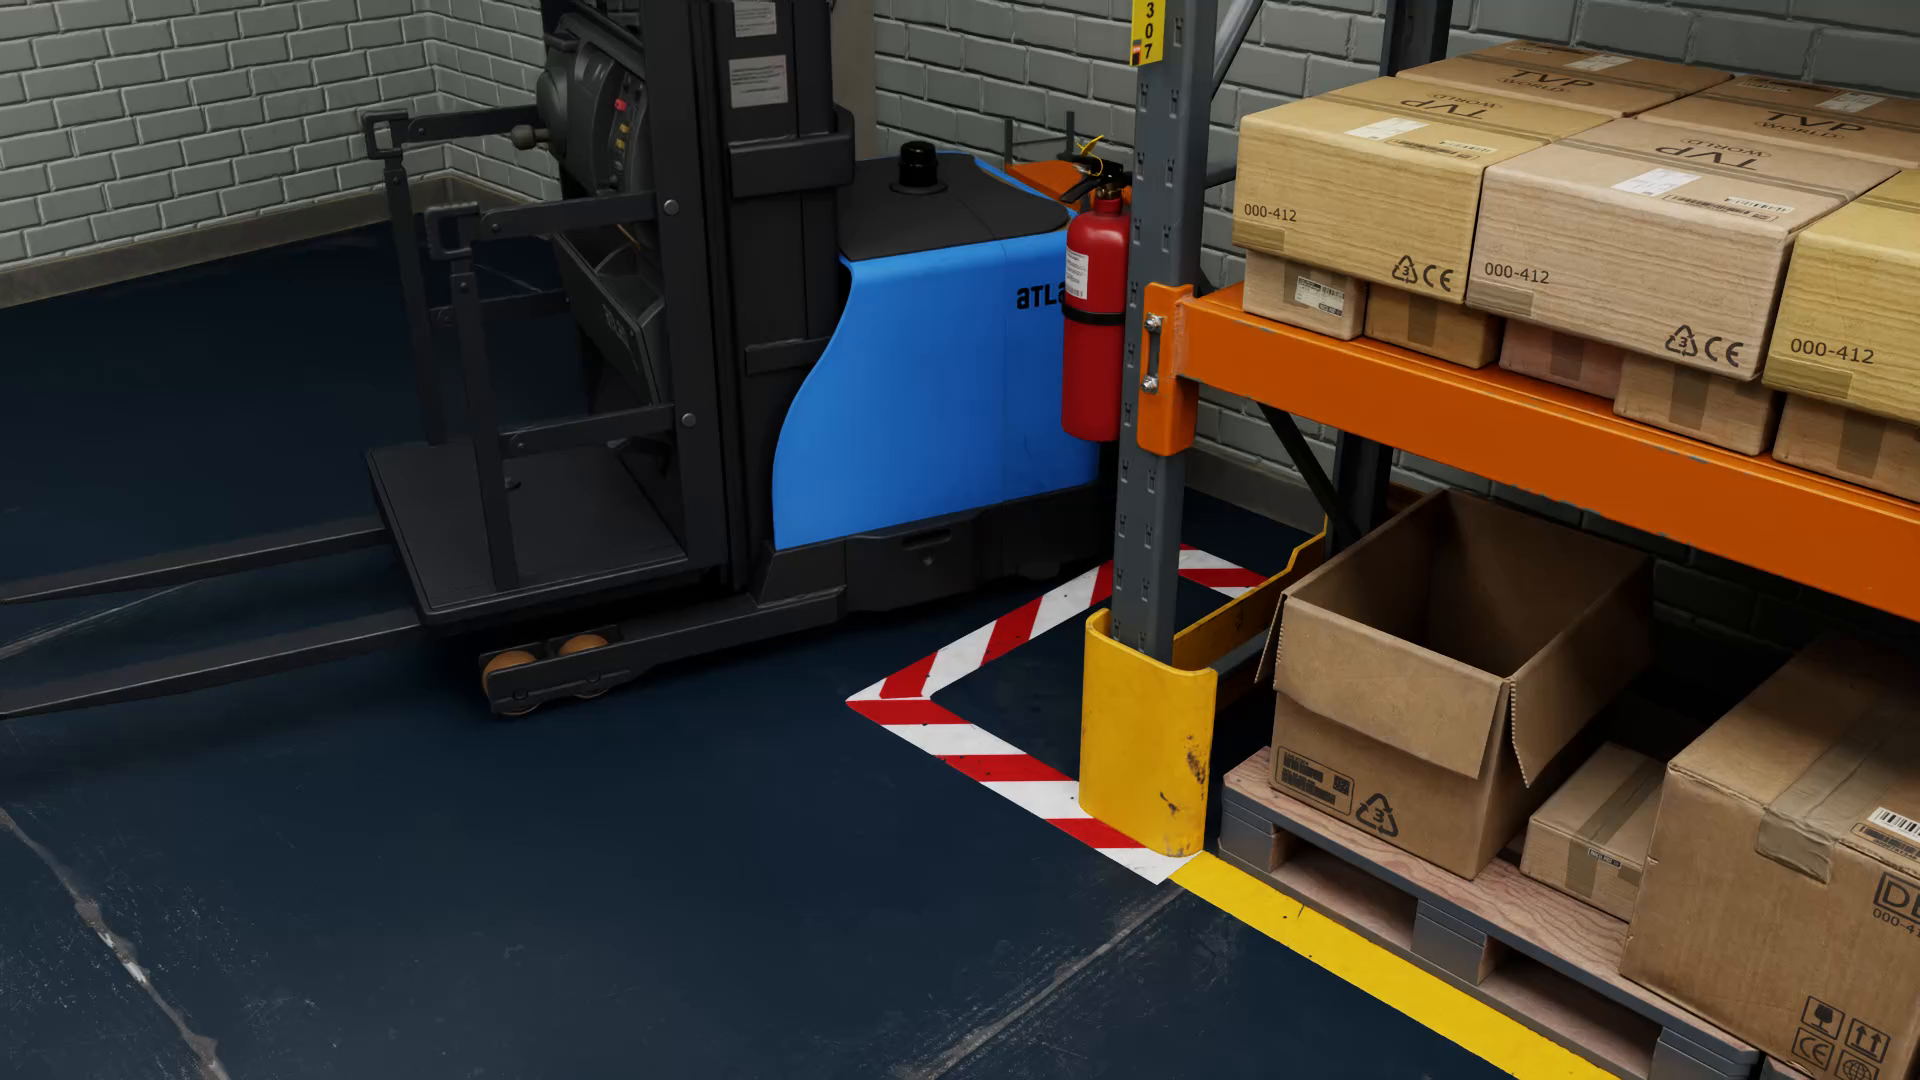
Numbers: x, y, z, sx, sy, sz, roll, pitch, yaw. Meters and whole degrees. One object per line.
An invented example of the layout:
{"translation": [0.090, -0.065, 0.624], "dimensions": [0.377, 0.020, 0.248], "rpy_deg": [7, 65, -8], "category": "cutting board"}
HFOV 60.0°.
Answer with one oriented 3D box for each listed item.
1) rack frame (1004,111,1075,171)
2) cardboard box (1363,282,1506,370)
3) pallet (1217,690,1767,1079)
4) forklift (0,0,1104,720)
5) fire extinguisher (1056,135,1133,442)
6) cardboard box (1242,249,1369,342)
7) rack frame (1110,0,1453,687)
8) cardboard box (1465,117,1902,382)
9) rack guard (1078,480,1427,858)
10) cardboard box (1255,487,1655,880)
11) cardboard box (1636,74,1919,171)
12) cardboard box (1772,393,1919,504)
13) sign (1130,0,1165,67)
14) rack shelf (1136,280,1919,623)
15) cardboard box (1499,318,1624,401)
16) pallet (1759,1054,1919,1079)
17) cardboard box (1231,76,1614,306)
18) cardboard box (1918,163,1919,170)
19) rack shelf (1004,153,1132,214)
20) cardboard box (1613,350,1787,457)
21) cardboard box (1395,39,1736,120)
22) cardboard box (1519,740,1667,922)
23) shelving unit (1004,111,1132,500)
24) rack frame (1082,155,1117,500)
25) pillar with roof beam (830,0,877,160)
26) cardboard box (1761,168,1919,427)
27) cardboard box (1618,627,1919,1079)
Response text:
{"translation": [0.250, -0.796, 5.475], "dimensions": [0.240, 1.200, 0.015], "rpy_deg": [-13, 30, -23], "category": "rack frame"}
{"translation": [0.995, -0.477, 3.203], "dimensions": [0.380, 0.149, 0.250], "rpy_deg": [-24, 36, -38], "category": "cardboard box"}
{"translation": [1.362, 0.665, 3.758], "dimensions": [1.213, 0.211, 1.003], "rpy_deg": [25, 36, 38], "category": "pallet"}
{"translation": [-1.129, -1.117, 4.224], "dimensions": [3.031, 2.935, 1.130], "rpy_deg": [-12, 30, -22], "category": "forklift"}
{"translation": [0.310, -0.549, 3.555], "dimensions": [0.183, 0.674, 0.296], "rpy_deg": [25, 36, 38], "category": "fire extinguisher"}
{"translation": [0.781, -0.544, 3.332], "dimensions": [0.250, 0.149, 0.380], "rpy_deg": [24, 36, 38], "category": "cardboard box"}
{"translation": [0.739, -0.854, 3.651], "dimensions": [0.127, 3.000, 1.000], "rpy_deg": [25, 36, 38], "category": "rack frame"}
{"translation": [1.233, -0.517, 2.852], "dimensions": [0.500, 0.250, 0.500], "rpy_deg": [-25, 37, -39], "category": "cardboard box"}
{"translation": [0.793, 0.277, 4.185], "dimensions": [0.348, 0.500, 1.175], "rpy_deg": [25, 36, 38], "category": "rack guard"}
{"translation": [1.108, 0.296, 3.695], "dimensions": [0.637, 0.503, 0.797], "rpy_deg": [23, 35, 37], "category": "cardboard box"}
{"translation": [1.620, -0.688, 3.178], "dimensions": [0.500, 0.250, 0.500], "rpy_deg": [25, 36, 39], "category": "cardboard box"}
{"translation": [1.537, -0.215, 2.706], "dimensions": [0.380, 0.149, 0.250], "rpy_deg": [-25, 36, -38], "category": "cardboard box"}
{"translation": [0.358, -1.057, 3.107], "dimensions": [0.005, 0.325, 0.100], "rpy_deg": [25, 36, 38], "category": "sign"}
{"translation": [2.165, 0.117, 2.577], "dimensions": [4.000, 0.370, 1.077], "rpy_deg": [25, 36, 38], "category": "rack shelf"}
{"translation": [1.206, -0.402, 3.062], "dimensions": [0.250, 0.149, 0.380], "rpy_deg": [24, 36, 38], "category": "cardboard box"}
{"translation": [2.228, 1.063, 3.002], "dimensions": [1.213, 0.211, 1.003], "rpy_deg": [25, 36, 38], "category": "pallet"}
{"translation": [0.873, -0.682, 3.165], "dimensions": [0.500, 0.250, 0.500], "rpy_deg": [25, 37, 39], "category": "cardboard box"}
{"translation": [1.969, -0.525, 2.867], "dimensions": [0.500, 0.250, 0.500], "rpy_deg": [-24, 36, -38], "category": "cardboard box"}
{"translation": [0.357, -1.042, 5.098], "dimensions": [0.258, 0.148, 0.480], "rpy_deg": [-13, 30, -23], "category": "rack shelf"}
{"translation": [1.344, -0.300, 2.867], "dimensions": [0.380, 0.149, 0.250], "rpy_deg": [-24, 36, -38], "category": "cardboard box"}
{"translation": [1.253, -0.857, 3.498], "dimensions": [0.500, 0.250, 0.500], "rpy_deg": [-24, 36, -38], "category": "cardboard box"}
{"translation": [1.384, 0.605, 3.489], "dimensions": [0.250, 0.149, 0.380], "rpy_deg": [23, 35, 37], "category": "cardboard box"}
{"translation": [0.357, -0.694, 5.281], "dimensions": [0.258, 1.200, 0.503], "rpy_deg": [-13, 30, -23], "category": "shelving unit"}
{"translation": [0.464, -0.592, 5.087], "dimensions": [0.240, 1.200, 0.015], "rpy_deg": [-13, 30, -23], "category": "rack frame"}
{"translation": [-3.570, -3.259, 1.779], "dimensions": [0.400, 9.000, 9.100], "rpy_deg": [25, 36, 38], "category": "pillar with roof beam"}
{"translation": [1.597, -0.353, 2.540], "dimensions": [0.500, 0.250, 0.500], "rpy_deg": [24, 36, 37], "category": "cardboard box"}
{"translation": [1.691, 0.590, 3.140], "dimensions": [0.700, 0.500, 0.500], "rpy_deg": [-24, 36, -37], "category": "cardboard box"}
